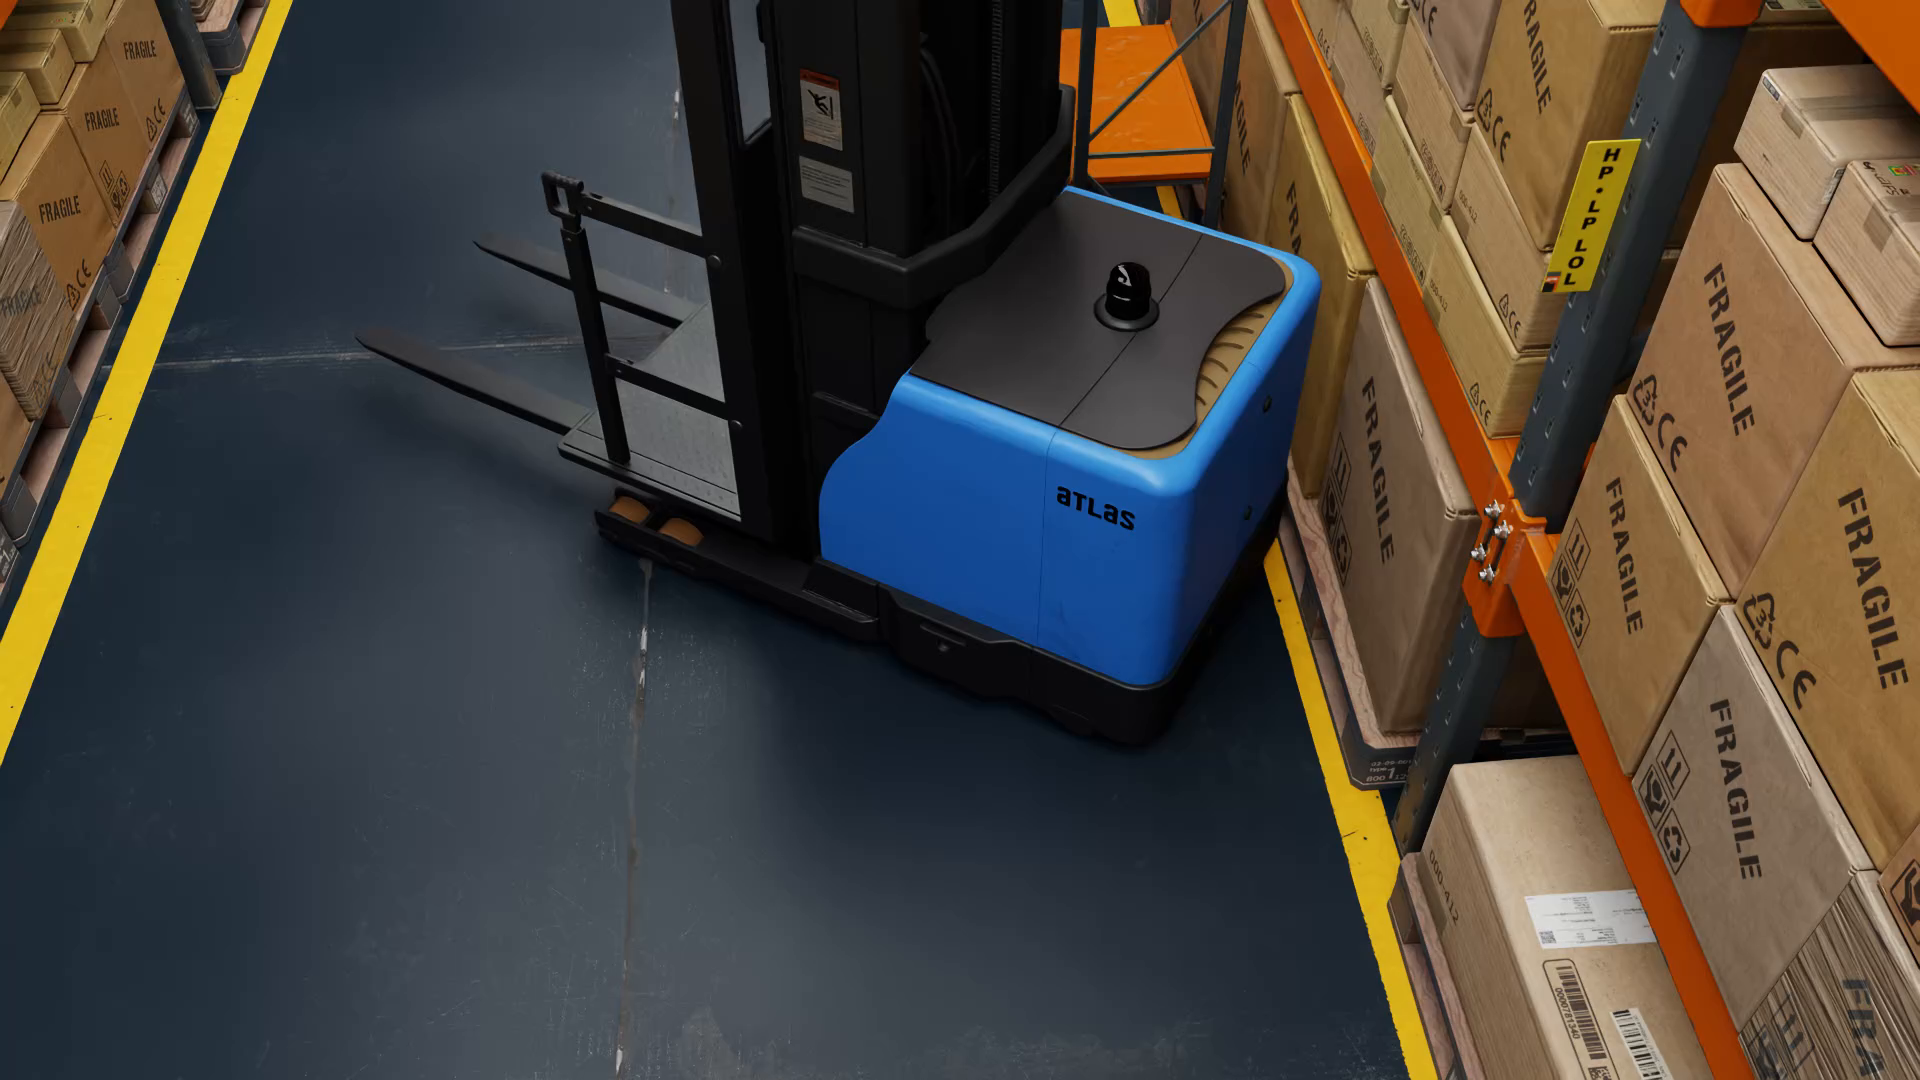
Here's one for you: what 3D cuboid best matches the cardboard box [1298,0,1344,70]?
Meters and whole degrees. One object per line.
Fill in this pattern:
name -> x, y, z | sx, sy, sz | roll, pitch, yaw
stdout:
cardboard box -> 1.272, -1.612, 4.814 | 0.500, 0.250, 0.500 | -3, 47, -3

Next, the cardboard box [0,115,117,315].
cardboard box -> -3.280, -1.086, 5.645 | 0.500, 0.500, 0.500 | -2, 47, -2

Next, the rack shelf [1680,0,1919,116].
rack shelf -> 1.841, 0.417, 1.219 | 1.077, 0.370, 4.000 | -3, 47, -3

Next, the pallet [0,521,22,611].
pallet -> -3.378, 0.431, 4.696 | 1.003, 0.211, 1.213 | -3, 47, -3

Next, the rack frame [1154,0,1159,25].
rack frame -> 1.338, -3.140, 6.158 | 1.000, 3.000, 0.127 | -3, 47, -3

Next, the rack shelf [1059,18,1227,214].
rack shelf -> 0.574, -1.498, 5.883 | 0.538, 0.185, 1.000 | -4, 47, -4

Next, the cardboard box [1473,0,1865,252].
cardboard box -> 1.386, -0.932, 3.309 | 0.500, 0.500, 0.500 | -2, 47, -2

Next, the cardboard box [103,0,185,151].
cardboard box -> -3.358, -1.828, 6.347 | 0.500, 0.500, 0.500 | -2, 47, -2

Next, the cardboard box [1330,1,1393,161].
cardboard box -> 1.320, -1.238, 4.460 | 0.500, 0.250, 0.500 | -5, 47, -4

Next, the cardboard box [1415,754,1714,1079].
cardboard box -> 1.619, 0.951, 3.758 | 0.875, 0.438, 0.875 | -4, 47, -4

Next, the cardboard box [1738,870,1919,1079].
cardboard box -> 1.525, 0.800, 2.358 | 0.500, 0.500, 0.500 | -3, 47, -3

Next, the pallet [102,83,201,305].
pallet -> -3.583, -1.334, 6.368 | 1.003, 0.211, 1.213 | -3, 47, -3

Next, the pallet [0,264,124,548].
pallet -> -3.484, -0.454, 5.534 | 1.003, 0.211, 1.213 | -3, 47, -3

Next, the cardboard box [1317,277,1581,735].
cardboard box -> 1.542, -0.104, 4.456 | 0.875, 0.875, 0.875 | -2, 47, -2

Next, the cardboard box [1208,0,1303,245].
cardboard box -> 1.384, -1.403, 5.687 | 0.875, 0.875, 0.875 | -3, 47, -3

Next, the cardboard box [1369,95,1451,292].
cardboard box -> 1.343, -0.872, 4.113 | 0.500, 0.250, 0.500 | -4, 47, -4

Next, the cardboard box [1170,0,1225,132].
cardboard box -> 1.313, -2.049, 6.299 | 0.875, 0.875, 0.875 | -4, 47, -4

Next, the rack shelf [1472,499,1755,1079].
rack shelf -> 1.841, 1.448, 2.308 | 1.077, 0.370, 4.000 | -3, 47, -3

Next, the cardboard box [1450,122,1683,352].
cardboard box -> 1.394, -0.671, 3.578 | 0.500, 0.250, 0.500 | -4, 47, -3

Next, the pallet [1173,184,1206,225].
pallet -> 1.329, -1.606, 6.626 | 1.003, 0.211, 1.213 | -3, 47, -3

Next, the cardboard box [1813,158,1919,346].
cardboard box -> 1.479, -0.419, 2.376 | 0.380, 0.149, 0.250 | -3, 47, -3

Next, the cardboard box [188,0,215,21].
cardboard box -> -3.646, -2.616, 7.008 | 0.875, 0.625, 0.625 | -2, 47, -2

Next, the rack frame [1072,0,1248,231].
rack frame -> 0.620, -1.254, 5.404 | 0.500, 1.500, 0.032 | -4, 47, -4

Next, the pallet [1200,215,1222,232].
pallet -> 1.428, -0.726, 5.792 | 1.003, 0.211, 1.213 | -3, 47, -3

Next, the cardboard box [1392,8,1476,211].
cardboard box -> 1.345, -1.032, 3.920 | 0.500, 0.250, 0.500 | -2, 47, -2

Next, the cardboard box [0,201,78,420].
cardboard box -> -3.218, -0.712, 5.291 | 0.500, 0.500, 0.500 | -5, 47, -5

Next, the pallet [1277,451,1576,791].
pallet -> 1.534, 0.159, 4.954 | 1.003, 0.211, 1.213 | -3, 47, -3

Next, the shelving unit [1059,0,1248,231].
shelving unit -> 0.575, -1.615, 5.746 | 0.587, 1.500, 1.083 | -4, 47, -4

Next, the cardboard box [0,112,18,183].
cardboard box -> -3.284, -1.239, 5.343 | 0.380, 0.149, 0.250 | -4, 47, -4

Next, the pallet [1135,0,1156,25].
pallet -> 1.274, -2.747, 7.706 | 1.003, 0.211, 1.213 | -3, 47, -3

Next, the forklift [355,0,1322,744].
forklift -> -0.550, -1.226, 4.392 | 3.031, 2.935, 1.130 | 22, 50, 19

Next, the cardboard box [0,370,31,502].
cardboard box -> -3.181, -0.336, 4.935 | 0.500, 0.500, 0.500 | -5, 47, -4

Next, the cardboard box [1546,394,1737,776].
cardboard box -> 1.452, 0.075, 3.044 | 0.500, 0.500, 0.500 | -2, 47, -2

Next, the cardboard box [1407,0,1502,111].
cardboard box -> 1.335, -1.306, 3.664 | 0.500, 0.500, 0.500 | -3, 47, -3

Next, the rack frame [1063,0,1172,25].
rack frame -> 0.528, -1.989, 6.101 | 0.500, 1.500, 0.032 | -4, 47, -4

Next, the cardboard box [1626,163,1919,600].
cardboard box -> 1.472, -0.265, 2.677 | 0.500, 0.500, 0.500 | -3, 47, -3

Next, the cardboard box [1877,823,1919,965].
cardboard box -> 1.539, 0.472, 1.979 | 0.500, 0.500, 0.500 | -3, 47, -3

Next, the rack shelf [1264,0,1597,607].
rack shelf -> 1.506, -1.446, 5.049 | 1.077, 0.370, 4.000 | -3, 47, -3

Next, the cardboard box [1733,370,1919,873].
cardboard box -> 1.508, 0.101, 2.331 | 0.500, 0.500, 0.500 | -4, 47, -4

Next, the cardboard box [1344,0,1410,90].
cardboard box -> 1.295, -1.406, 4.275 | 0.500, 0.250, 0.500 | -2, 47, -2

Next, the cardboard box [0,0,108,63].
cardboard box -> -3.260, -1.806, 5.880 | 0.380, 0.149, 0.250 | -6, 47, -5

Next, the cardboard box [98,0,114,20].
cardboard box -> -3.314, -2.002, 6.065 | 0.380, 0.149, 0.250 | -6, 47, -5

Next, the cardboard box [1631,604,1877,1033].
cardboard box -> 1.490, 0.439, 2.699 | 0.500, 0.500, 0.500 | -3, 47, -3

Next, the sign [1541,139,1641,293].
sign -> 1.133, -0.577, 2.988 | 0.100, 0.325, 0.005 | -3, 47, -3

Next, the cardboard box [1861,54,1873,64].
cardboard box -> 1.923, -0.960, 3.336 | 0.500, 0.500, 0.500 | -3, 47, -3

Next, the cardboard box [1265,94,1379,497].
cardboard box -> 1.458, -0.757, 5.075 | 0.875, 0.875, 0.875 | -2, 47, -2

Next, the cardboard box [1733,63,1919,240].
cardboard box -> 1.441, -0.603, 2.551 | 0.380, 0.149, 0.250 | -4, 47, -4

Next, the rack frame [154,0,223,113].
rack frame -> -3.608, -2.836, 5.870 | 1.000, 3.000, 0.127 | -3, 47, -3

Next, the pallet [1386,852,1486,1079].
pallet -> 1.659, 1.268, 3.904 | 1.003, 0.211, 1.213 | -3, 47, -3

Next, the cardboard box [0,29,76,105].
cardboard box -> -3.282, -1.613, 5.697 | 0.380, 0.149, 0.250 | -5, 47, -5

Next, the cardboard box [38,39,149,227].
cardboard box -> -3.327, -1.465, 6.004 | 0.500, 0.500, 0.500 | -4, 47, -4

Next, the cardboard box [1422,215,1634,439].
cardboard box -> 1.384, -0.504, 3.764 | 0.500, 0.250, 0.500 | -4, 47, -4

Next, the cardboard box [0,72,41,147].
cardboard box -> -3.305, -1.419, 5.514 | 0.380, 0.149, 0.250 | -2, 47, -2

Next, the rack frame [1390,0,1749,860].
rack frame -> 1.673, -0.246, 3.417 | 1.000, 3.000, 0.127 | -3, 47, -3

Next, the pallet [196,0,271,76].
pallet -> -3.638, -2.475, 7.448 | 1.003, 0.211, 1.213 | -3, 47, -3
